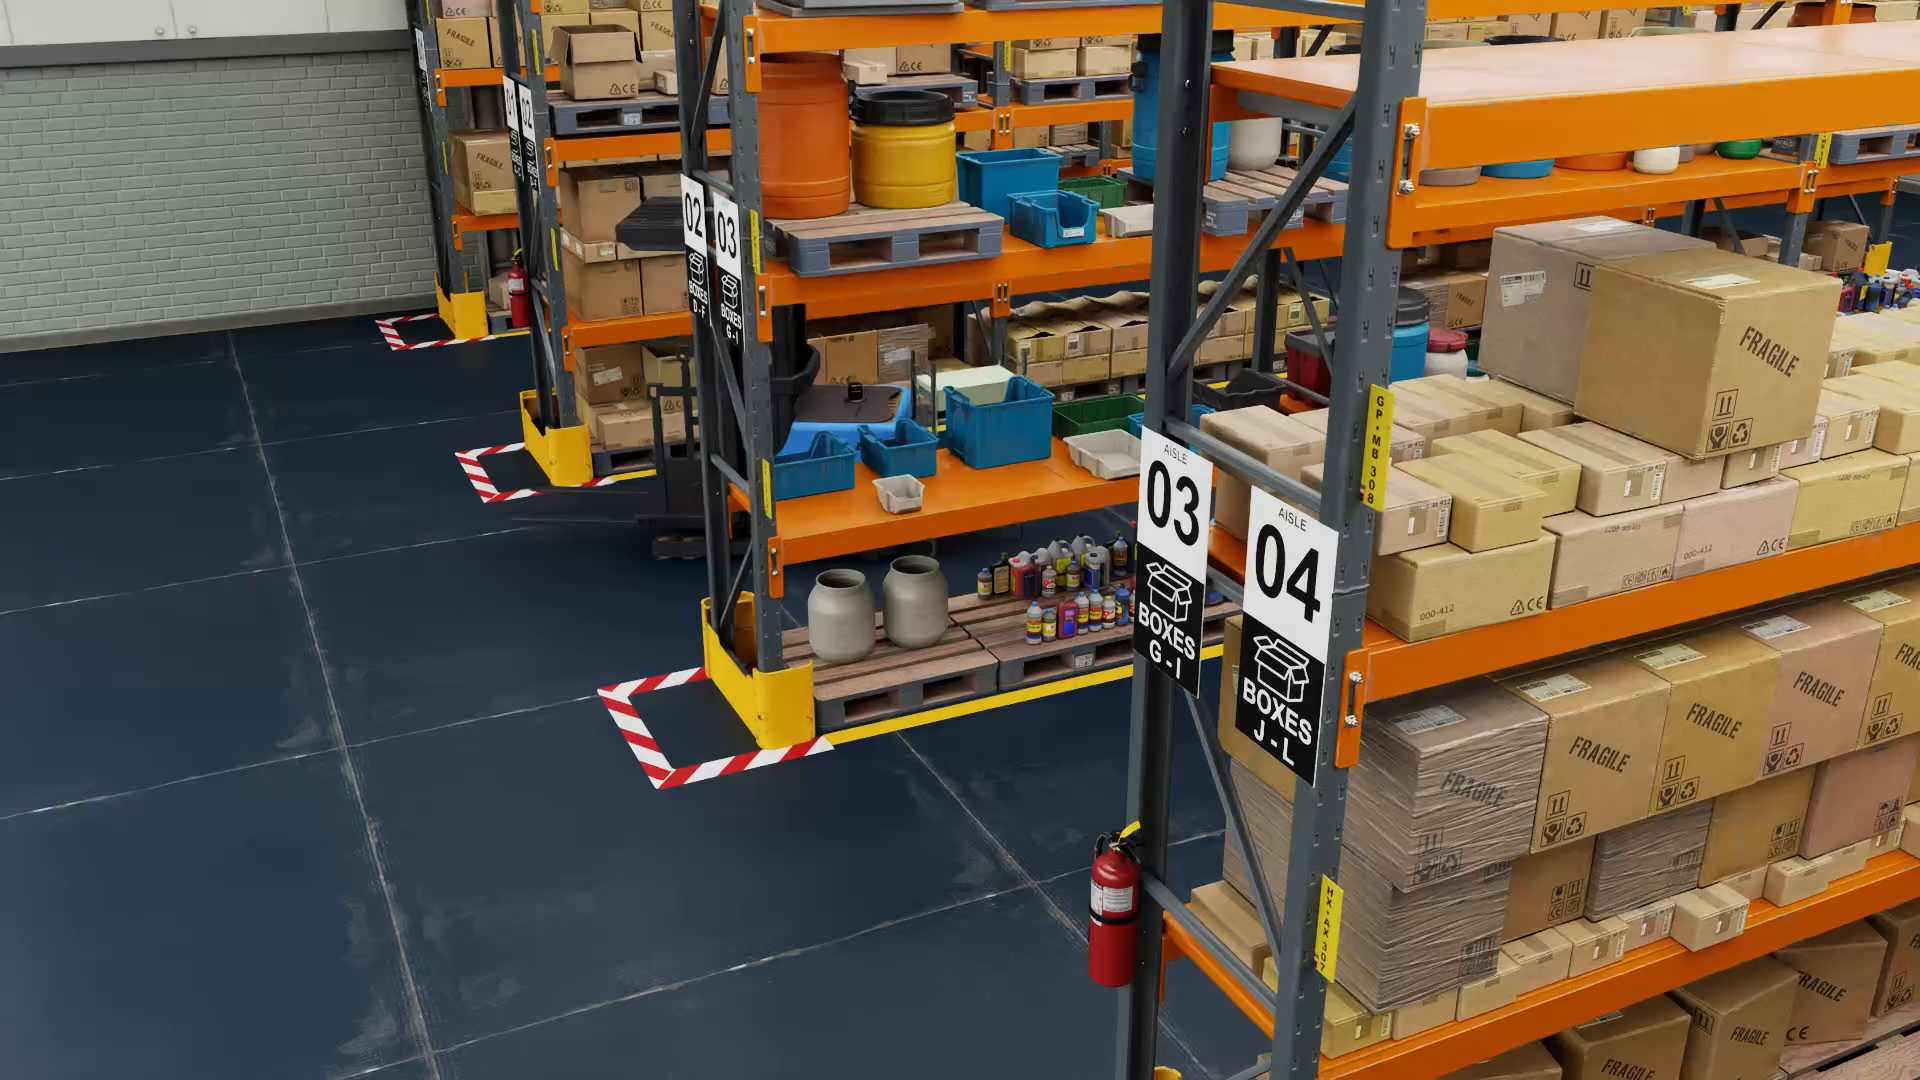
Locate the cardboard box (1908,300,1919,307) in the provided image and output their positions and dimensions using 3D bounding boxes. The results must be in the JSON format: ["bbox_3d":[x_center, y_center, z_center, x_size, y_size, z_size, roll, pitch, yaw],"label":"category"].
[{"bbox_3d":[4.029,-0.854,6.644,0.250,0.149,0.380,-11,25,-25],"label":"cardboard box"}]

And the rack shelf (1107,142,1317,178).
[{"bbox_3d":[3.417,-5.085,22.053,4.000,0.370,1.077,-10,25,-24],"label":"rack shelf"}]

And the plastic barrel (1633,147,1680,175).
[{"bbox_3d":[4.867,-2.702,11.614,0.301,0.262,0.301,0,22,0],"label":"plastic barrel"}]

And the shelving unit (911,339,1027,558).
[{"bbox_3d":[0.065,-0.689,12.453,0.755,1.500,0.431,-10,25,-23],"label":"shelving unit"}]

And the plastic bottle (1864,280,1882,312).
[{"bbox_3d":[7.661,-2.046,13.939,0.097,0.271,0.097,0,22,0],"label":"plastic bottle"}]

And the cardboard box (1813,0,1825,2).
[{"bbox_3d":[9.628,-6.336,18.774,0.500,0.500,0.700,-10,25,-24],"label":"cardboard box"}]

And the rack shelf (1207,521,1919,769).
[{"bbox_3d":[2.654,-0.023,5.901,4.000,0.370,1.077,-10,25,-24],"label":"rack shelf"}]

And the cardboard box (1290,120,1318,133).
[{"bbox_3d":[4.458,-5.690,22.029,0.500,0.500,0.500,-10,25,-23],"label":"cardboard box"}]

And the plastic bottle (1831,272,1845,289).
[{"bbox_3d":[7.283,-2.064,13.879,0.185,0.351,0.144,-10,25,-24],"label":"plastic bottle"}]

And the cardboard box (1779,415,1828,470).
[{"bbox_3d":[2.591,-0.366,5.464,0.250,0.149,0.380,-11,25,-24],"label":"cardboard box"}]

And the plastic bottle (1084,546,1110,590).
[{"bbox_3d":[0.934,0.187,11.362,0.135,0.276,0.152,-10,25,-24],"label":"plastic bottle"}]

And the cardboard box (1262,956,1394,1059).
[{"bbox_3d":[1.212,1.514,5.500,0.250,0.149,0.380,-10,25,-24],"label":"cardboard box"}]

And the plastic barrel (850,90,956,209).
[{"bbox_3d":[-0.324,-2.244,9.532,0.600,0.588,0.600,0,22,0],"label":"plastic barrel"}]

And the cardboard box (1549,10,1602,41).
[{"bbox_3d":[6.293,-5.538,17.474,0.600,0.600,0.600,-11,25,-24],"label":"cardboard box"}]

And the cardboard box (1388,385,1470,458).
[{"bbox_3d":[1.451,-0.378,5.493,0.250,0.149,0.380,-12,25,-26],"label":"cardboard box"}]

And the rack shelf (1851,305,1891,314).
[{"bbox_3d":[7.714,-1.671,13.805,4.000,0.370,1.077,-10,25,-24],"label":"rack shelf"}]

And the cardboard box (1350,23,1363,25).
[{"bbox_3d":[4.163,-5.343,16.376,0.500,0.500,0.500,-10,25,-24],"label":"cardboard box"}]

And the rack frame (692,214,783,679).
[{"bbox_3d":[-1.296,-0.344,9.660,0.127,3.000,1.000,-10,25,-24],"label":"rack frame"}]

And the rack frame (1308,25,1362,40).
[{"bbox_3d":[3.767,-6.151,15.843,0.127,3.000,1.000,-10,25,-24],"label":"rack frame"}]

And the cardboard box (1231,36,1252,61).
[{"bbox_3d":[2.398,-4.611,15.692,0.500,0.250,0.500,-11,25,-25],"label":"cardboard box"}]

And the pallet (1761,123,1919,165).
[{"bbox_3d":[6.644,-3.063,12.553,1.213,0.211,1.003,-10,25,-24],"label":"pallet"}]

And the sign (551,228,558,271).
[{"bbox_3d":[-3.206,-2.296,13.140,0.005,0.325,0.100,-10,25,-24],"label":"sign"}]

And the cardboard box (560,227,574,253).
[{"bbox_3d":[-3.180,-2.527,13.954,0.250,0.149,0.380,-11,25,-25],"label":"cardboard box"}]

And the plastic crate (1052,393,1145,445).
[{"bbox_3d":[0.962,-0.782,10.994,0.662,0.188,0.450,-10,25,-24],"label":"plastic crate"}]

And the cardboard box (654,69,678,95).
[{"bbox_3d":[-2.305,-3.715,13.477,0.250,0.149,0.380,-10,25,-24],"label":"cardboard box"}]

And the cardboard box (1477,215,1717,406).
[{"bbox_3d":[2.139,-0.782,5.623,0.500,0.500,0.500,-10,25,-24],"label":"cardboard box"}]

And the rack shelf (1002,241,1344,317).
[{"bbox_3d":[1.965,-2.715,16.327,4.000,0.370,1.077,-10,25,-24],"label":"rack shelf"}]

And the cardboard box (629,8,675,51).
[{"bbox_3d":[-3.281,-5.510,18.060,0.500,0.500,0.500,-11,25,-26],"label":"cardboard box"}]

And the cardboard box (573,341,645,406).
[{"bbox_3d":[-3.087,-1.513,14.550,0.500,0.500,0.500,-10,25,-24],"label":"cardboard box"}]

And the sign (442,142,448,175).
[{"bbox_3d":[-5.358,-3.971,17.291,0.005,0.325,0.100,-10,25,-24],"label":"sign"}]

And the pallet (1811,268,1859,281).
[{"bbox_3d":[10.189,-3.272,20.379,1.213,0.211,1.003,-10,25,-24],"label":"pallet"}]

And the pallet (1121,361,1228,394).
[{"bbox_3d":[1.911,-1.767,16.742,1.213,0.211,1.003,-10,25,-24],"label":"pallet"}]

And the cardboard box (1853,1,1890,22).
[{"bbox_3d":[10.173,-5.997,18.937,0.500,0.250,0.500,-10,25,-24],"label":"cardboard box"}]

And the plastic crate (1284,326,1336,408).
[{"bbox_3d":[2.611,-1.223,11.699,0.583,0.464,0.402,-10,25,-24],"label":"plastic crate"}]

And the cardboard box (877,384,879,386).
[{"bbox_3d":[-1.059,-1.319,15.061,0.500,0.250,0.500,-10,25,-24],"label":"cardboard box"}]

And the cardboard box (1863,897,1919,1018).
[{"bbox_3d":[4.078,1.713,7.410,0.500,0.500,0.500,-11,25,-25],"label":"cardboard box"}]

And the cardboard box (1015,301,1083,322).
[{"bbox_3d":[0.870,-2.153,16.341,0.500,0.311,0.500,-10,24,-22],"label":"cardboard box"}]

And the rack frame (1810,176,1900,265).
[{"bbox_3d":[10.976,-4.706,20.197,0.127,3.000,1.000,-10,25,-24],"label":"rack frame"}]

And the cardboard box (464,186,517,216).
[{"bbox_3d":[-5.016,-3.670,17.864,0.500,0.250,0.500,-11,25,-25],"label":"cardboard box"}]

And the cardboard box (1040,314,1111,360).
[{"bbox_3d":[1.097,-1.962,15.881,0.500,0.311,0.500,-11,25,-24],"label":"cardboard box"}]

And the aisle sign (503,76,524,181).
[{"bbox_3d":[-3.628,-3.343,13.506,0.004,0.787,0.394,-10,25,-24],"label":"aisle sign"}]

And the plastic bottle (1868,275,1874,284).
[{"bbox_3d":[7.687,-2.112,14.098,0.097,0.271,0.097,0,22,0],"label":"plastic bottle"}]

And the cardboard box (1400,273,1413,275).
[{"bbox_3d":[4.508,-2.663,17.955,0.500,0.500,0.500,-9,24,-22],"label":"cardboard box"}]

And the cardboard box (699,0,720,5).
[{"bbox_3d":[-2.815,-6.054,18.067,0.500,0.500,0.500,-9,24,-21],"label":"cardboard box"}]

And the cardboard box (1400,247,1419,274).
[{"bbox_3d":[4.557,-3.021,17.838,0.500,0.250,0.500,-9,24,-22],"label":"cardboard box"}]

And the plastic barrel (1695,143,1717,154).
[{"bbox_3d":[5.499,-3.163,12.401,0.421,0.512,0.421,0,22,0],"label":"plastic barrel"}]

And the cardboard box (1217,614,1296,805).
[{"bbox_3d":[1.240,0.541,5.695,0.500,0.500,0.500,-10,25,-24],"label":"cardboard box"}]

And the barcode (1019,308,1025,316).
[{"bbox_3d":[0.573,-2.106,15.354,0.075,0.075,0.001,-10,25,-24],"label":"barcode"}]

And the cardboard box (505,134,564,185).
[{"bbox_3d":[-4.583,-4.099,17.920,0.500,0.500,0.500,-10,25,-23],"label":"cardboard box"}]

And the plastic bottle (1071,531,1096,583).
[{"bbox_3d":[0.847,0.106,11.461,0.185,0.351,0.144,-11,25,-24],"label":"plastic bottle"}]

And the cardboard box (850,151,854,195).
[{"bbox_3d":[-1.140,-3.118,14.534,0.500,0.500,0.700,-10,25,-24],"label":"cardboard box"}]

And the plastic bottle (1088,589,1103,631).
[{"bbox_3d":[0.871,0.446,10.742,0.097,0.271,0.097,0,22,0],"label":"plastic bottle"}]

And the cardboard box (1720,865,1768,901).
[{"bbox_3d":[2.773,1.211,6.231,0.250,0.149,0.380,-10,25,-24],"label":"cardboard box"}]

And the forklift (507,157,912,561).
[{"bbox_3d":[-1.893,-1.403,12.307,3.031,2.935,1.130,1,23,3],"label":"forklift"}]

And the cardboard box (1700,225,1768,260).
[{"bbox_3d":[9.062,-3.406,19.744,0.637,0.503,0.797,-10,25,-24],"label":"cardboard box"}]

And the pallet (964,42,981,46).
[{"bbox_3d":[-0.453,-5.960,19.550,1.003,0.211,1.213,-10,25,-24],"label":"pallet"}]

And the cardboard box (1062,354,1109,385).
[{"bbox_3d":[1.095,-1.705,15.993,0.500,0.250,0.500,-10,24,-22],"label":"cardboard box"}]

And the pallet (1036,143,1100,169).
[{"bbox_3d":[1.019,-4.842,20.776,1.003,0.211,1.213,-10,25,-24],"label":"pallet"}]
